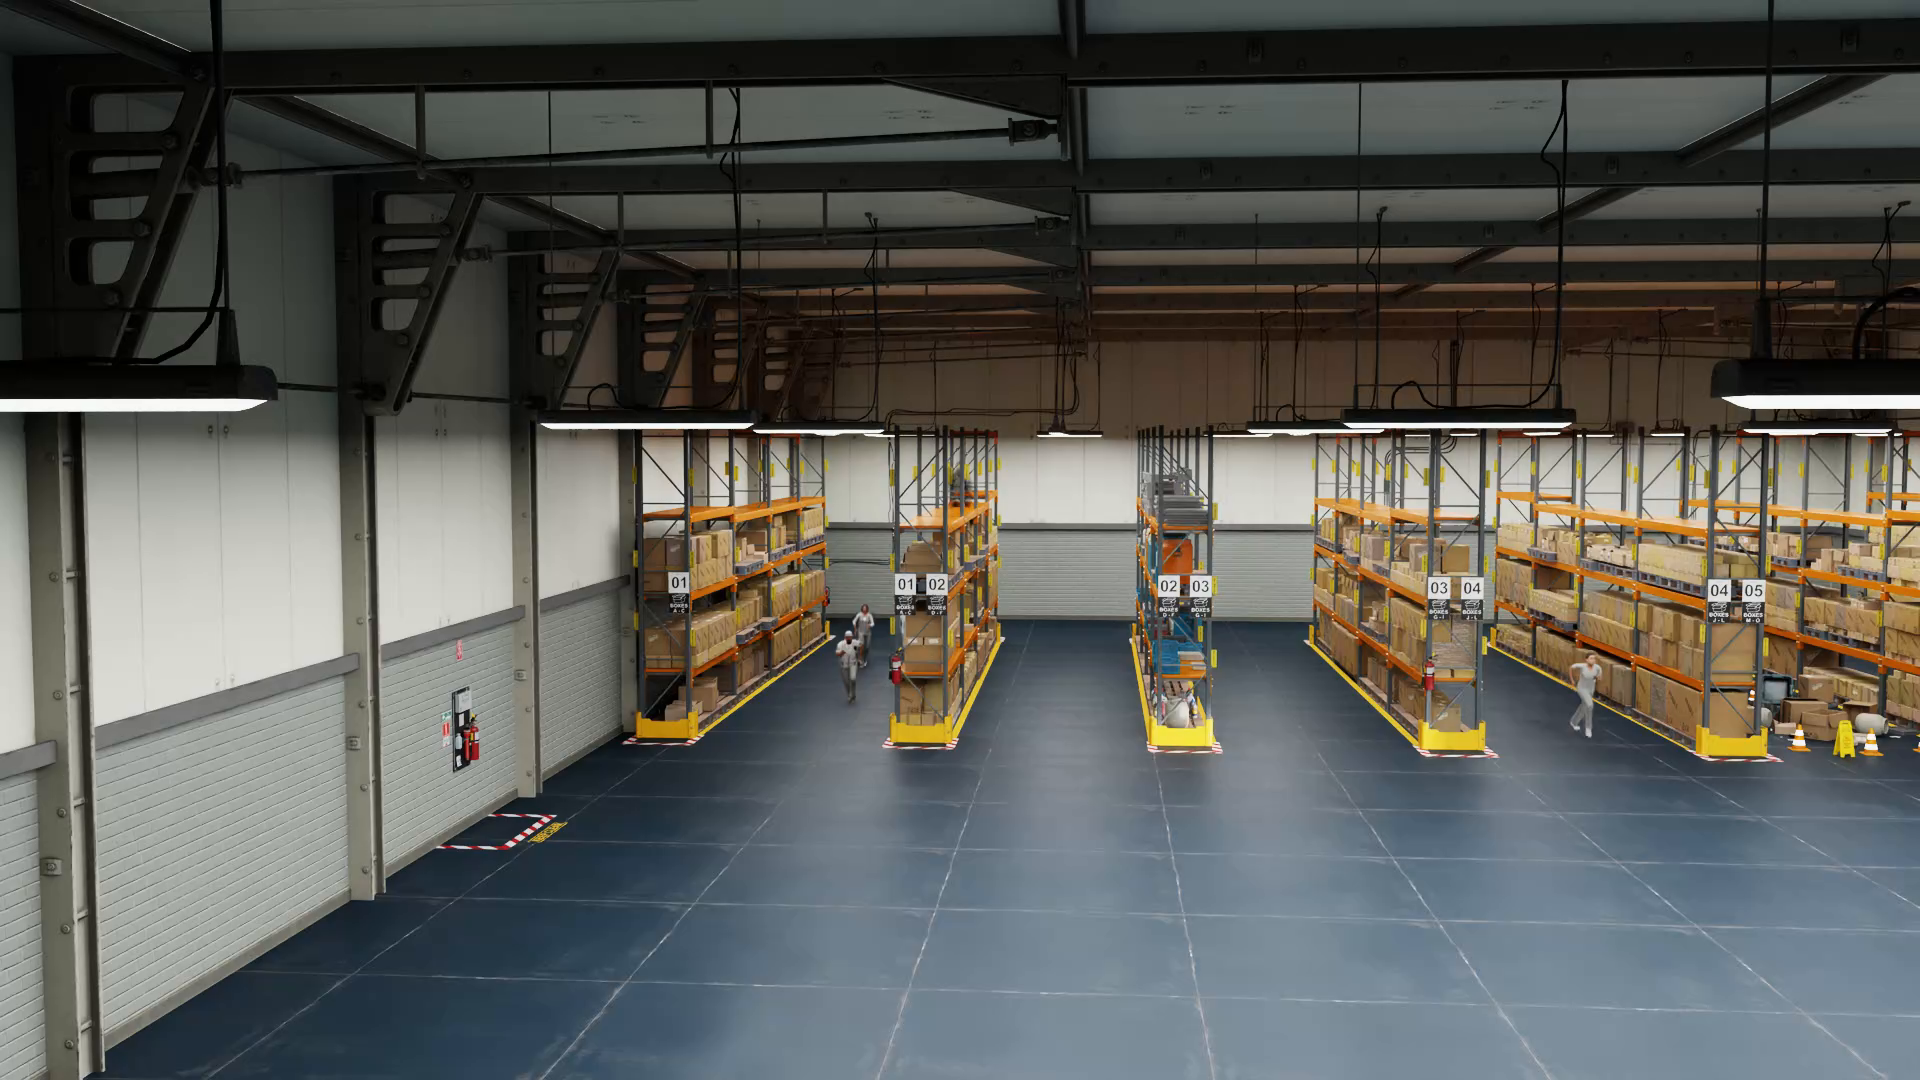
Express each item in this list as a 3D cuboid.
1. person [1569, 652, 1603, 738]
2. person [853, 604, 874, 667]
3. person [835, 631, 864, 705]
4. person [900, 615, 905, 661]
[{"bbox_3d":[12.106,2.969,32.224,0.561,1.656,0.889,-1,3,-11],"label":"person"},{"bbox_3d":[-2.415,2.403,41.893,0.506,1.592,0.662,-1,4,-12],"label":"person"},{"bbox_3d":[-2.385,2.744,35.968,0.585,1.609,0.868,0,3,2],"label":"person"},{"bbox_3d":[-1.286,2.395,41.739,0.624,1.679,0.884,0,3,1],"label":"person"}]
